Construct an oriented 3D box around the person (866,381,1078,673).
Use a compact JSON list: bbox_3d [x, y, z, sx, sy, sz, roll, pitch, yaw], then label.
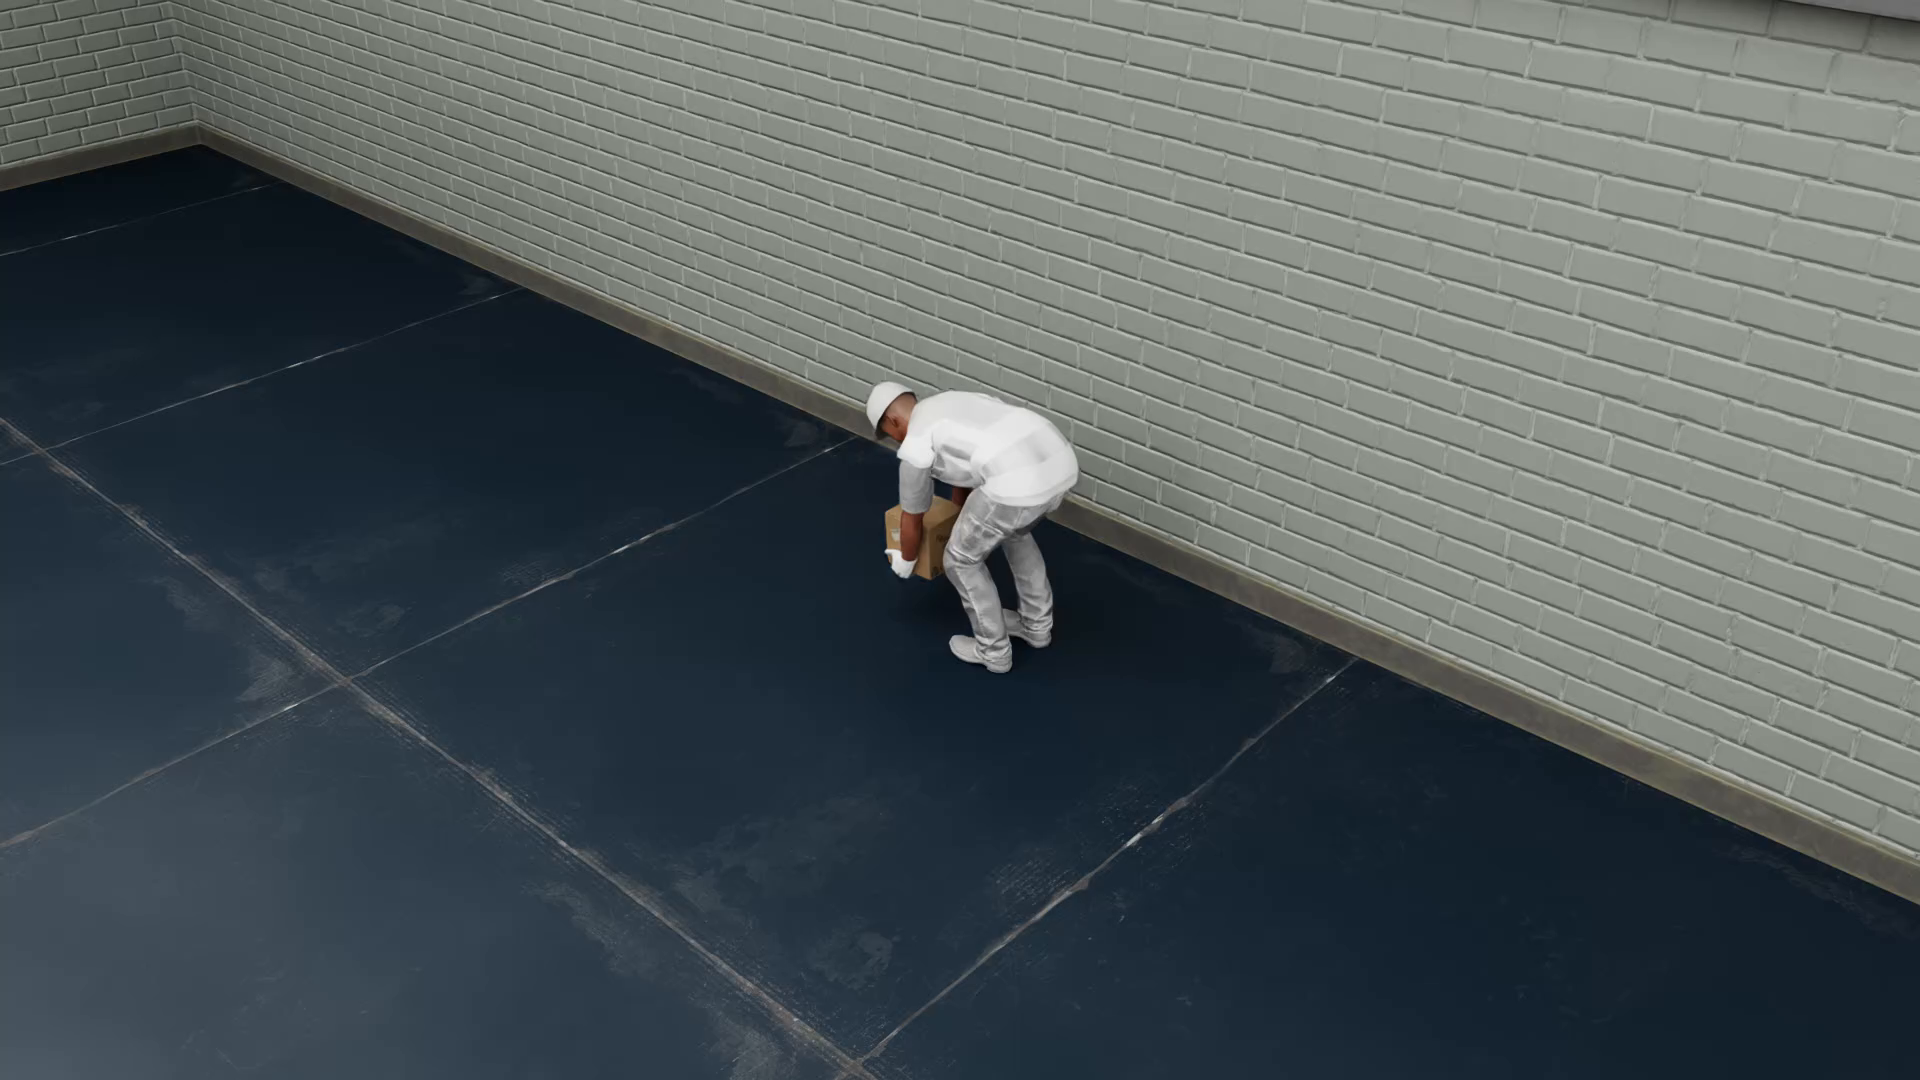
[{"bbox_3d":[0.012,-0.088,6.921,0.991,1.097,0.507,23,38,33],"label":"person"}]
